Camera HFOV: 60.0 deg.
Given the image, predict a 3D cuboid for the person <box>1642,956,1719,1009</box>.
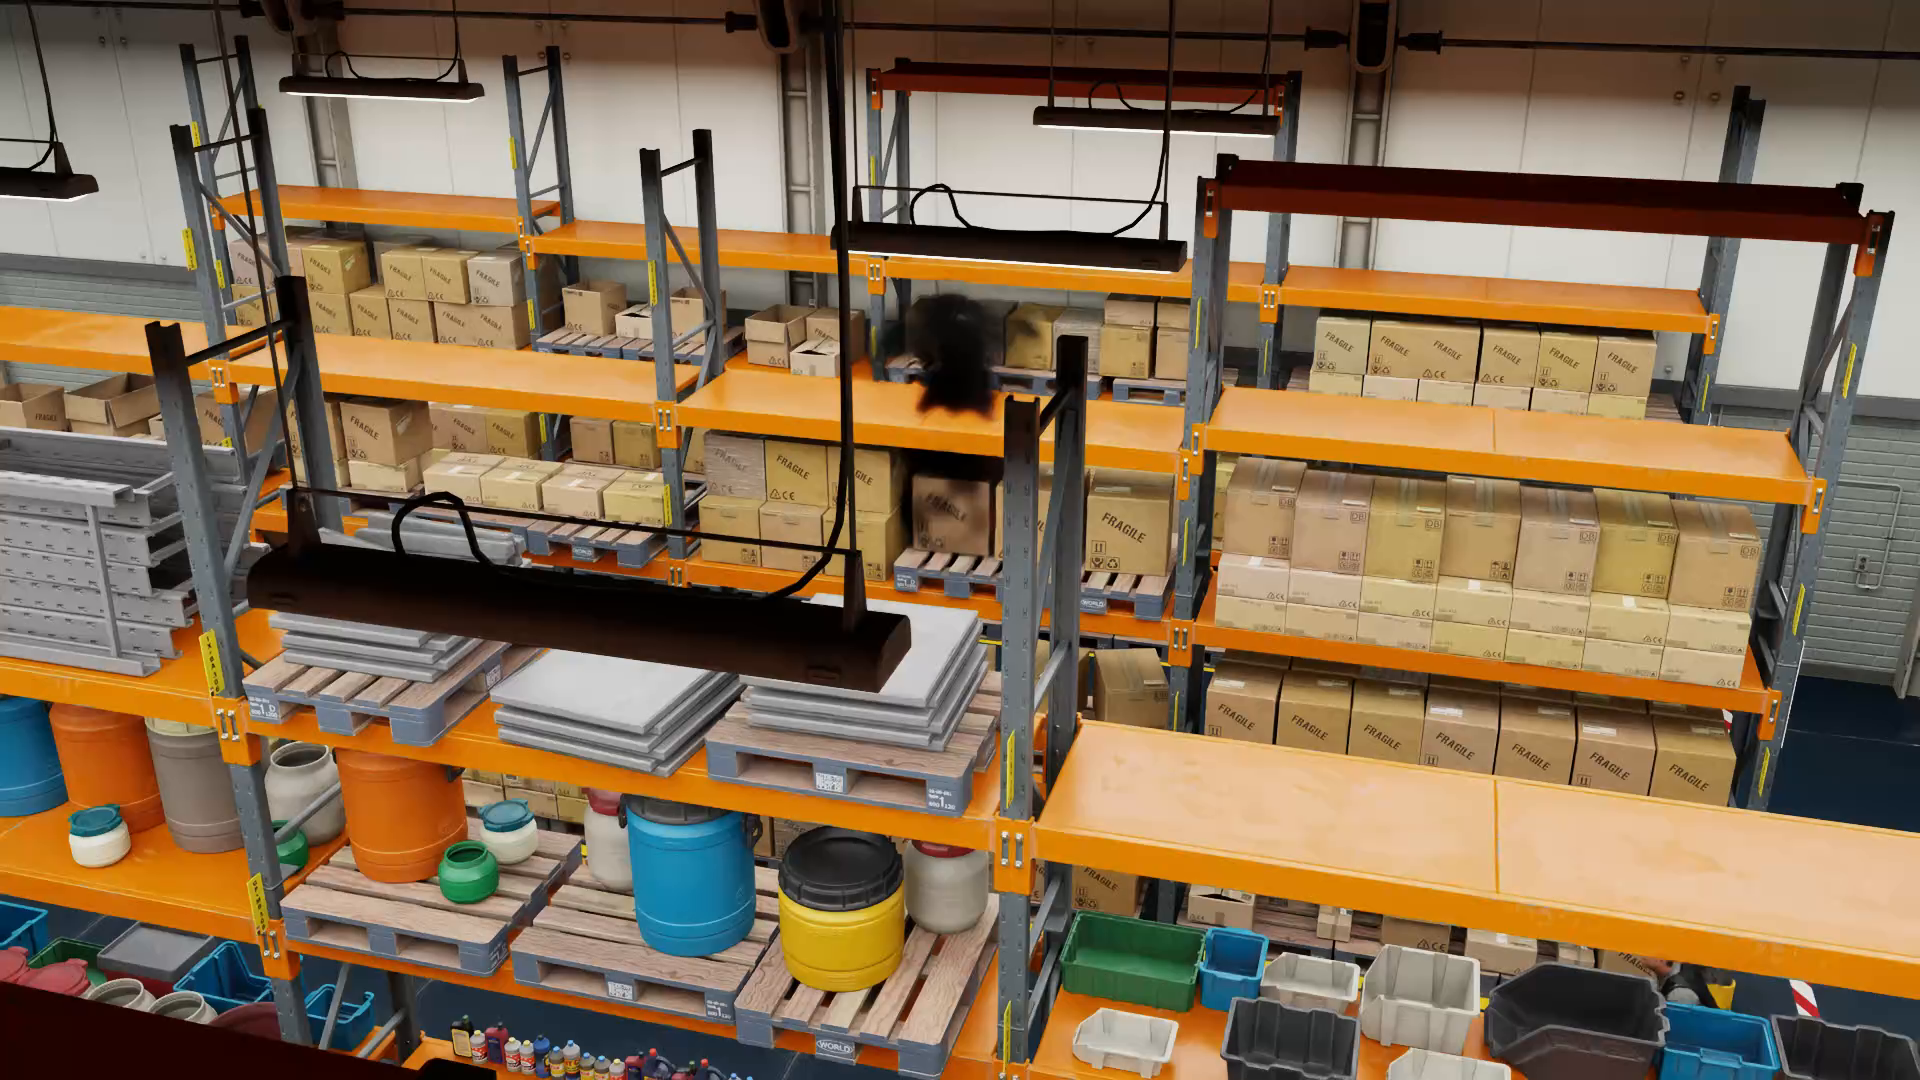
[{"bbox_3d":[4.789,3.314,10.742,0.993,1.683,0.693,6,23,15],"label":"person"}]
